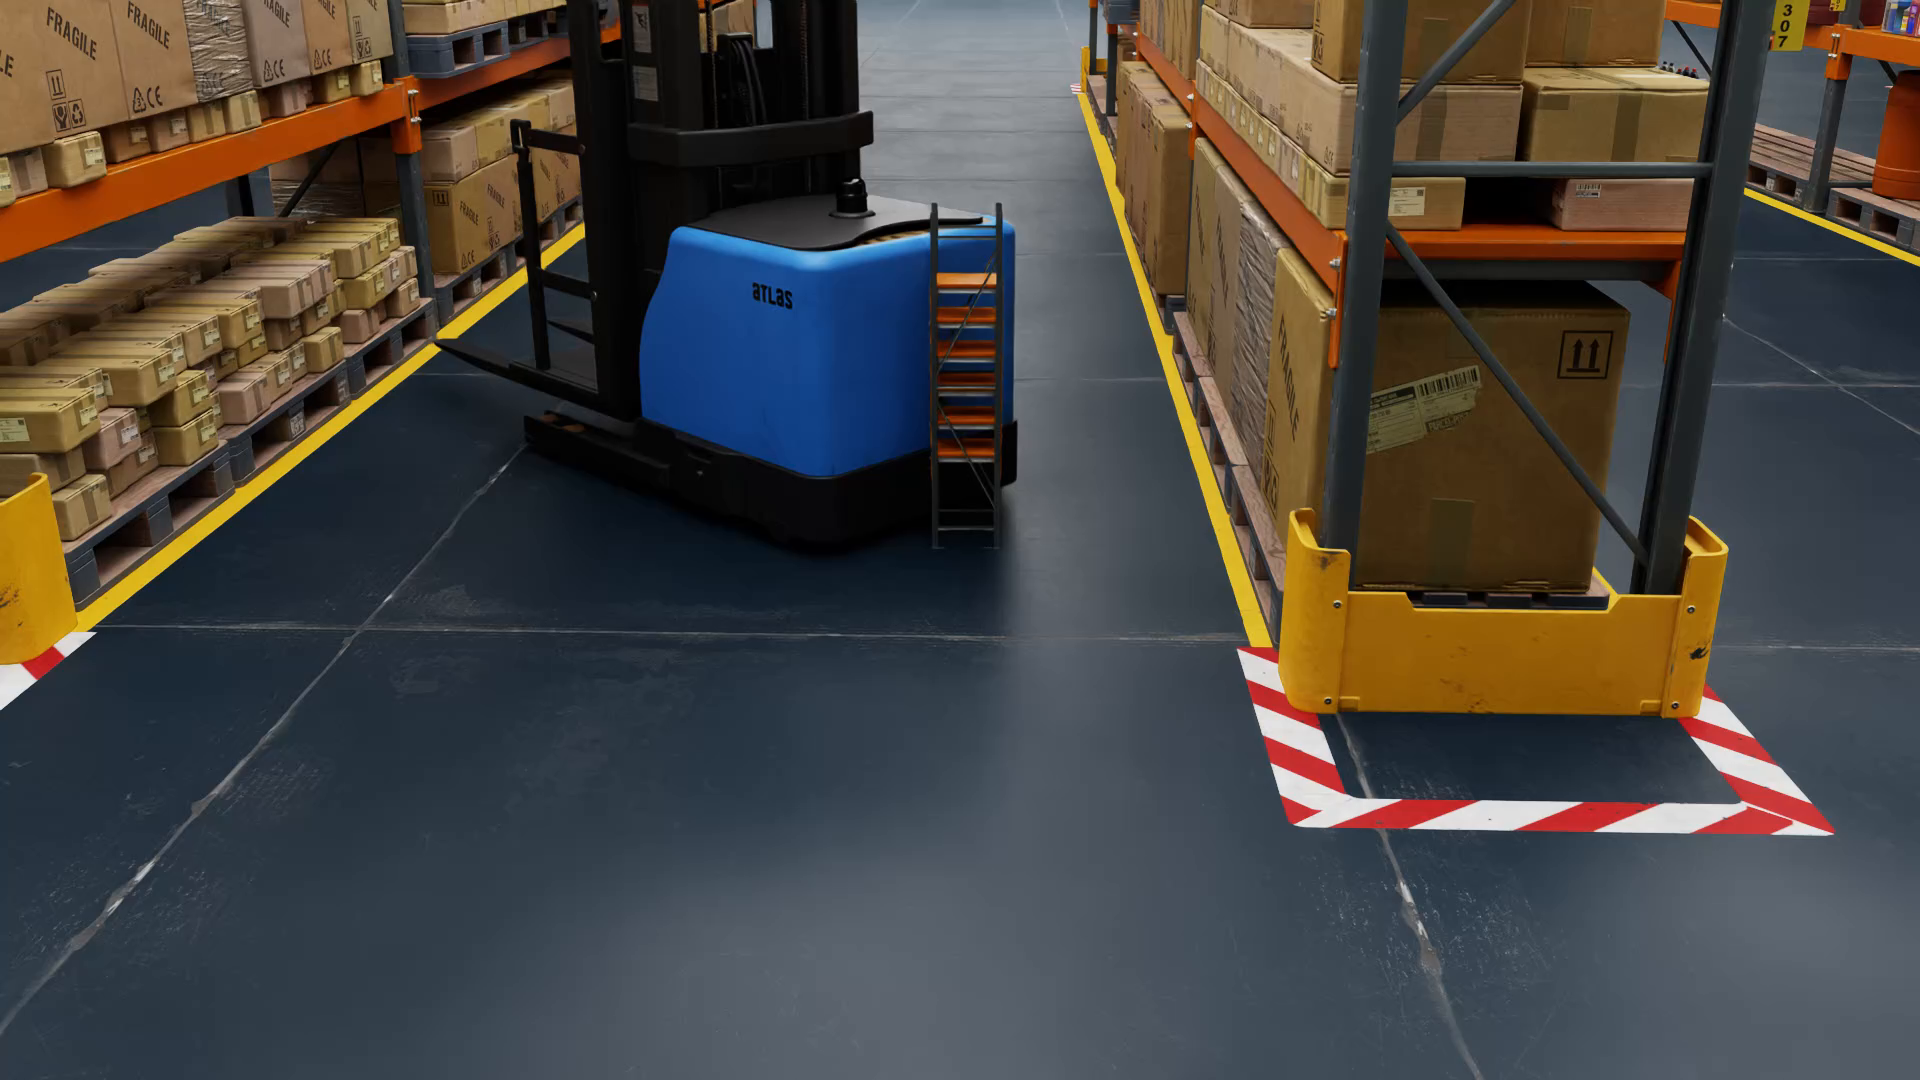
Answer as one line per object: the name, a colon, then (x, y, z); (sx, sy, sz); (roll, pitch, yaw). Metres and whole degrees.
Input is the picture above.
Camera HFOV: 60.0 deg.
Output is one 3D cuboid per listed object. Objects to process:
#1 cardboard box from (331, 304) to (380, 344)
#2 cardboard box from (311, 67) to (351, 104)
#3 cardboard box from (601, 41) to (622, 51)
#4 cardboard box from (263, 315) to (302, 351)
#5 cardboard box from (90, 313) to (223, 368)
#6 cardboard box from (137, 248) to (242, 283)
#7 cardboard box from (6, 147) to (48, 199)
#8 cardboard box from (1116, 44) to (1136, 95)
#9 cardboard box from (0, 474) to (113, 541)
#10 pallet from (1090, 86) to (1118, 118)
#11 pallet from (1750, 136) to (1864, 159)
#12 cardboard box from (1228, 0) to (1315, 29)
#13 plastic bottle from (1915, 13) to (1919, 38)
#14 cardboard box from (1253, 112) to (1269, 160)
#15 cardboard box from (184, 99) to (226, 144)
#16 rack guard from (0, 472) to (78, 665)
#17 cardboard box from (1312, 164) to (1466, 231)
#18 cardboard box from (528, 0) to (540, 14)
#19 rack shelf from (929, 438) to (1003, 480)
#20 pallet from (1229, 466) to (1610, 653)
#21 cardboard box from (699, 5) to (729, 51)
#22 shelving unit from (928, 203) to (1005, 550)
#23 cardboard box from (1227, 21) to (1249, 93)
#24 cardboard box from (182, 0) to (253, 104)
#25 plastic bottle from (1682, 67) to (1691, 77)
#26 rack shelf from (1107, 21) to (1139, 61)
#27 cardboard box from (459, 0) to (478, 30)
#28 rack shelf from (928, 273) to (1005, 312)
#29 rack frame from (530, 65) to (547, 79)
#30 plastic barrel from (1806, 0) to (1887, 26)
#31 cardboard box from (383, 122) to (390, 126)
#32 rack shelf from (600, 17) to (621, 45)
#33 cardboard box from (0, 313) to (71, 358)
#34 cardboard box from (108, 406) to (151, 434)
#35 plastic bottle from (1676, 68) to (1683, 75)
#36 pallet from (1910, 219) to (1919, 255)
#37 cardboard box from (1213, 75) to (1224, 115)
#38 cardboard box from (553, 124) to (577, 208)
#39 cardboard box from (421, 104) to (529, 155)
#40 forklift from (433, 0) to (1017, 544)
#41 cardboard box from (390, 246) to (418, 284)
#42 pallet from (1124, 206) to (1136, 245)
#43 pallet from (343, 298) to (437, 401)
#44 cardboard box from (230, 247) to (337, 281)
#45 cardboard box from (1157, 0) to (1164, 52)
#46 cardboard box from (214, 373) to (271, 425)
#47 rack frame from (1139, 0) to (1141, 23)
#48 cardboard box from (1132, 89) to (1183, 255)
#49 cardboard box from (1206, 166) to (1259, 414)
cardboard box: (-2.998, -1.037, 7.916); (0.380, 0.149, 0.250); (0, 21, 0)
cardboard box: (-3.033, -2.092, 7.621); (0.380, 0.149, 0.250); (1, 21, 4)
cardboard box: (-3.010, -3.971, 14.645); (1.050, 0.750, 0.750); (1, 21, 2)
cardboard box: (-3.092, -0.920, 7.202); (0.380, 0.149, 0.250); (0, 21, -1)
cardboard box: (-3.091, -0.770, 6.406); (0.380, 0.149, 0.250); (1, 21, 4)
cardboard box: (-3.520, -1.242, 7.621); (0.380, 0.149, 0.250); (0, 21, 0)
cardboard box: (-3.109, -1.148, 5.188); (0.380, 0.149, 0.250); (1, 21, 4)
cardboard box: (1.909, -4.914, 17.422); (0.500, 0.500, 0.500); (-1, 21, -3)
cardboard box: (-3.077, -0.112, 5.531); (0.380, 0.149, 0.250); (1, 21, 3)
pallet: (1.926, -4.692, 17.830); (1.003, 0.211, 1.213); (1, 21, 2)
pallet: (6.838, -3.226, 14.051); (1.003, 0.211, 1.213); (1, 21, 2)
cardboard box: (1.359, -2.296, 6.559); (0.500, 0.500, 0.500); (0, 21, 0)
plastic bottle: (6.385, -3.428, 10.889); (0.152, 0.276, 0.135); (1, 21, 2)
cardboard box: (1.260, -1.446, 5.957); (0.380, 0.149, 0.250); (1, 21, 2)
cardboard box: (-3.079, -1.620, 6.405); (0.380, 0.149, 0.250); (1, 21, 4)
rack guard: (-3.411, 0.079, 5.135); (1.175, 0.500, 0.348); (1, 21, 2)
cardboard box: (1.223, -0.983, 4.764); (0.380, 0.149, 0.250); (1, 21, 3)
cardboard box: (-2.775, -3.285, 10.114); (0.380, 0.149, 0.250); (0, 21, -1)
rack shelf: (0.022, -0.293, 5.910); (0.258, 0.103, 0.180); (0, 21, 0)
pallet: (1.487, 0.042, 5.629); (1.003, 0.211, 1.213); (1, 21, 2)
cardboard box: (-2.936, -5.156, 17.527); (0.875, 0.875, 0.875); (1, 21, 2)
shelving unit: (0.022, -0.558, 5.807); (0.258, 1.200, 0.189); (0, 21, 0)
cardboard box: (1.357, -1.949, 6.701); (0.500, 0.250, 0.500); (1, 21, 3)
cardboard box: (-3.096, -1.959, 6.381); (0.500, 0.500, 0.500); (0, 21, 0)
plastic bottle: (7.302, -4.578, 16.735); (0.144, 0.351, 0.185); (0, 21, -1)
rack shelf: (1.845, -4.248, 13.826); (1.077, 0.370, 4.000); (1, 21, 2)
cardboard box: (-2.817, -2.822, 8.921); (0.380, 0.149, 0.250); (1, 21, 2)
rack shelf: (0.022, -0.852, 5.693); (0.258, 0.103, 0.180); (0, 21, 0)
rack frame: (-3.170, -3.952, 12.067); (1.000, 3.000, 0.127); (1, 21, 2)
plastic barrel: (6.447, -4.041, 12.108); (0.600, 0.536, 0.708); (1, 21, 2)
cardboard box: (-3.493, -2.343, 9.760); (0.500, 0.250, 0.500); (2, 21, 4)
rack shelf: (-3.109, -4.339, 14.061); (1.077, 0.370, 4.000); (1, 21, 2)
cardboard box: (-3.681, -0.773, 6.413); (0.380, 0.149, 0.250); (1, 21, 4)
cardboard box: (-3.157, -0.439, 5.963); (0.380, 0.149, 0.250); (1, 21, 2)
plastic bottle: (7.152, -4.511, 16.563); (0.144, 0.351, 0.185); (1, 21, 2)
pallet: (6.713, -1.781, 10.326); (1.003, 0.211, 1.213); (1, 21, 2)
cardboard box: (1.300, -1.909, 7.148); (0.380, 0.149, 0.250); (0, 21, 0)
cardboard box: (-2.948, -2.554, 11.339); (0.500, 0.500, 0.500); (1, 21, 4)
cardboard box: (-2.971, -2.527, 10.232); (0.500, 0.250, 0.500); (1, 21, 4)
forklift: (-1.177, -1.793, 6.599); (1.130, 2.935, 3.031); (-20, 29, -41)
cardboard box: (-2.983, -1.393, 8.423); (0.380, 0.149, 0.250); (1, 21, 3)
pallet: (1.685, -2.276, 11.604); (1.003, 0.211, 1.213); (1, 21, 2)
pallet: (-3.277, -0.962, 8.217); (1.003, 0.211, 1.213); (1, 21, 2)
cardboard box: (-3.097, -1.242, 7.622); (0.380, 0.149, 0.250); (1, 21, 3)
cardboard box: (1.455, -3.182, 9.945); (0.500, 0.500, 0.500); (1, 21, 2)
cardboard box: (-3.026, -0.571, 6.714); (0.380, 0.149, 0.250); (0, 21, -1)
rack frame: (1.785, -3.861, 11.832); (1.000, 3.000, 0.127); (1, 21, 2)
cardboard box: (1.689, -2.174, 9.843); (1.225, 0.875, 0.875); (0, 21, 0)
cardboard box: (1.536, -1.056, 6.962); (0.875, 0.875, 0.875); (1, 21, 2)
